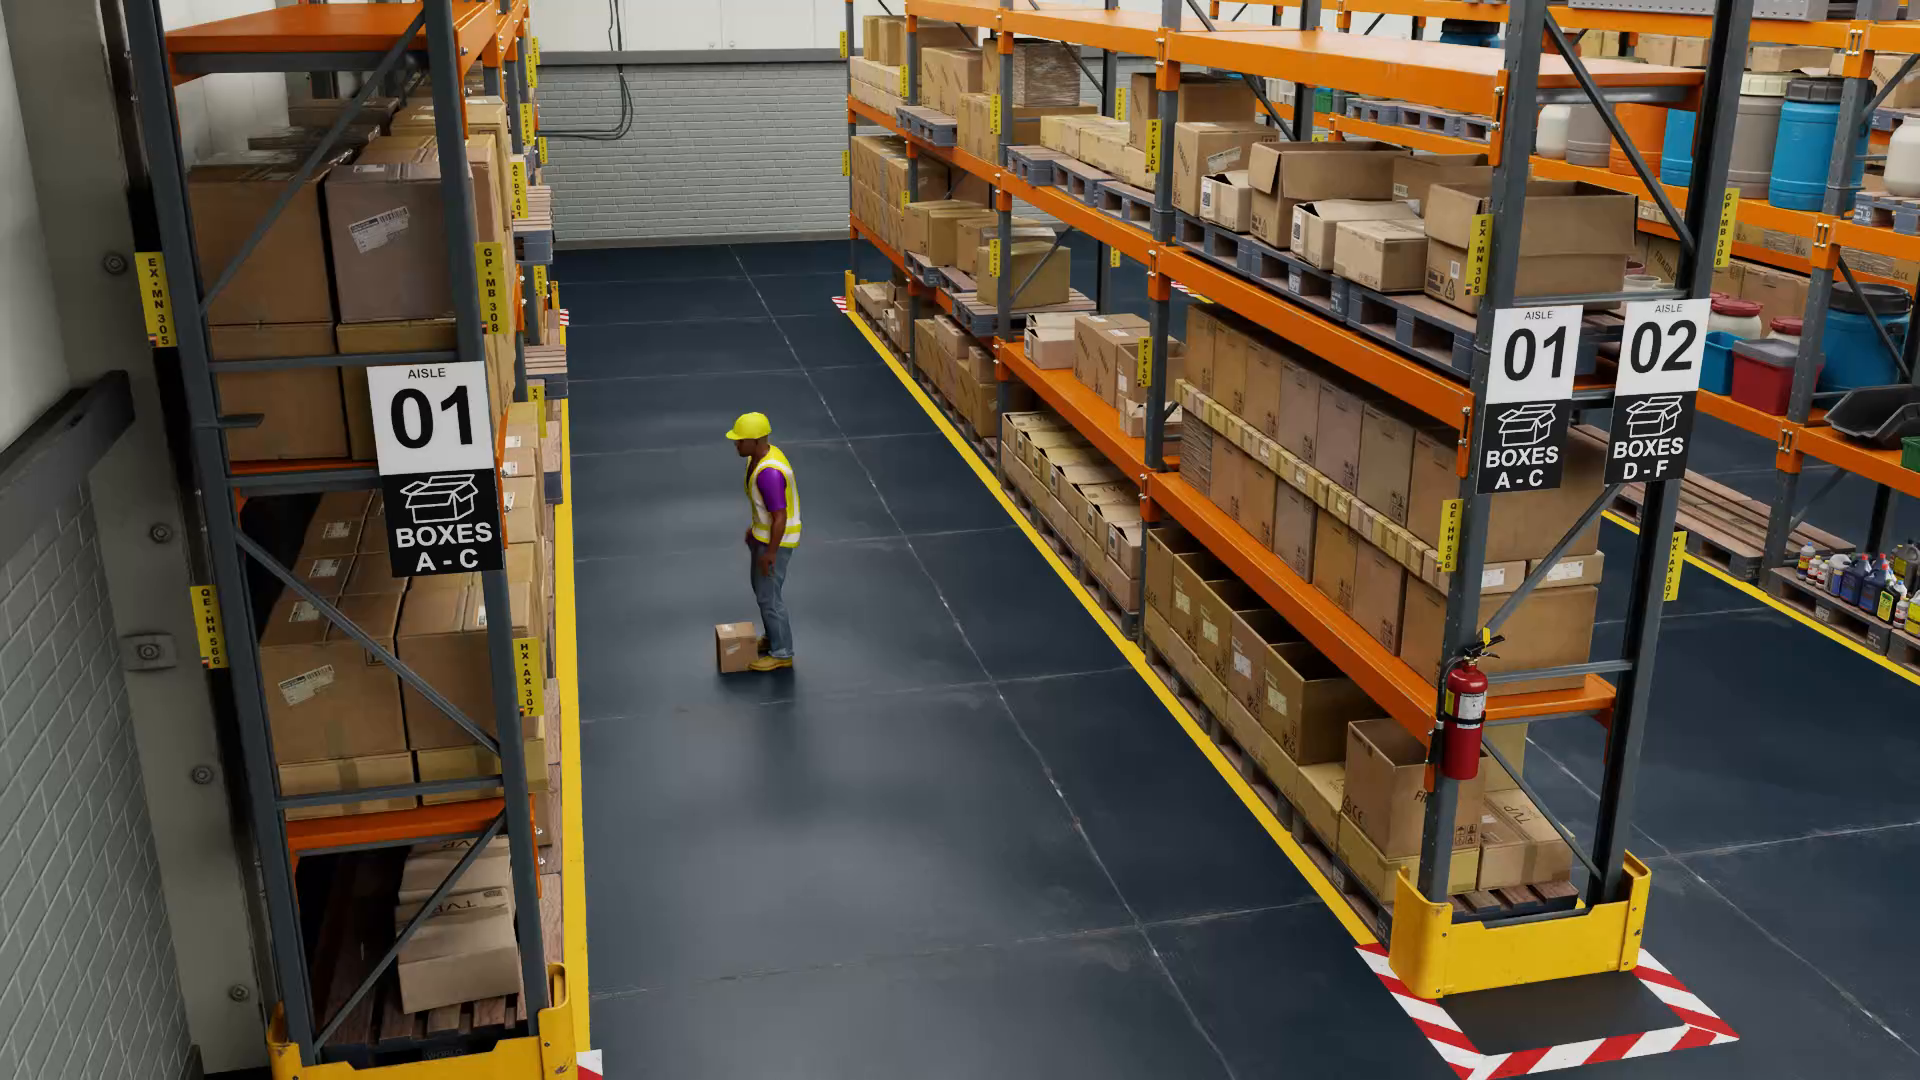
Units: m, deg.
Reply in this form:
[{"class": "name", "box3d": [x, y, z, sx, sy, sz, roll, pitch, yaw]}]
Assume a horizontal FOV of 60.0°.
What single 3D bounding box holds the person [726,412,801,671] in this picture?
[{"class": "person", "box3d": [-1.293, -0.002, 11.052, 0.456, 1.757, 0.637, -5, 20, -15]}]
